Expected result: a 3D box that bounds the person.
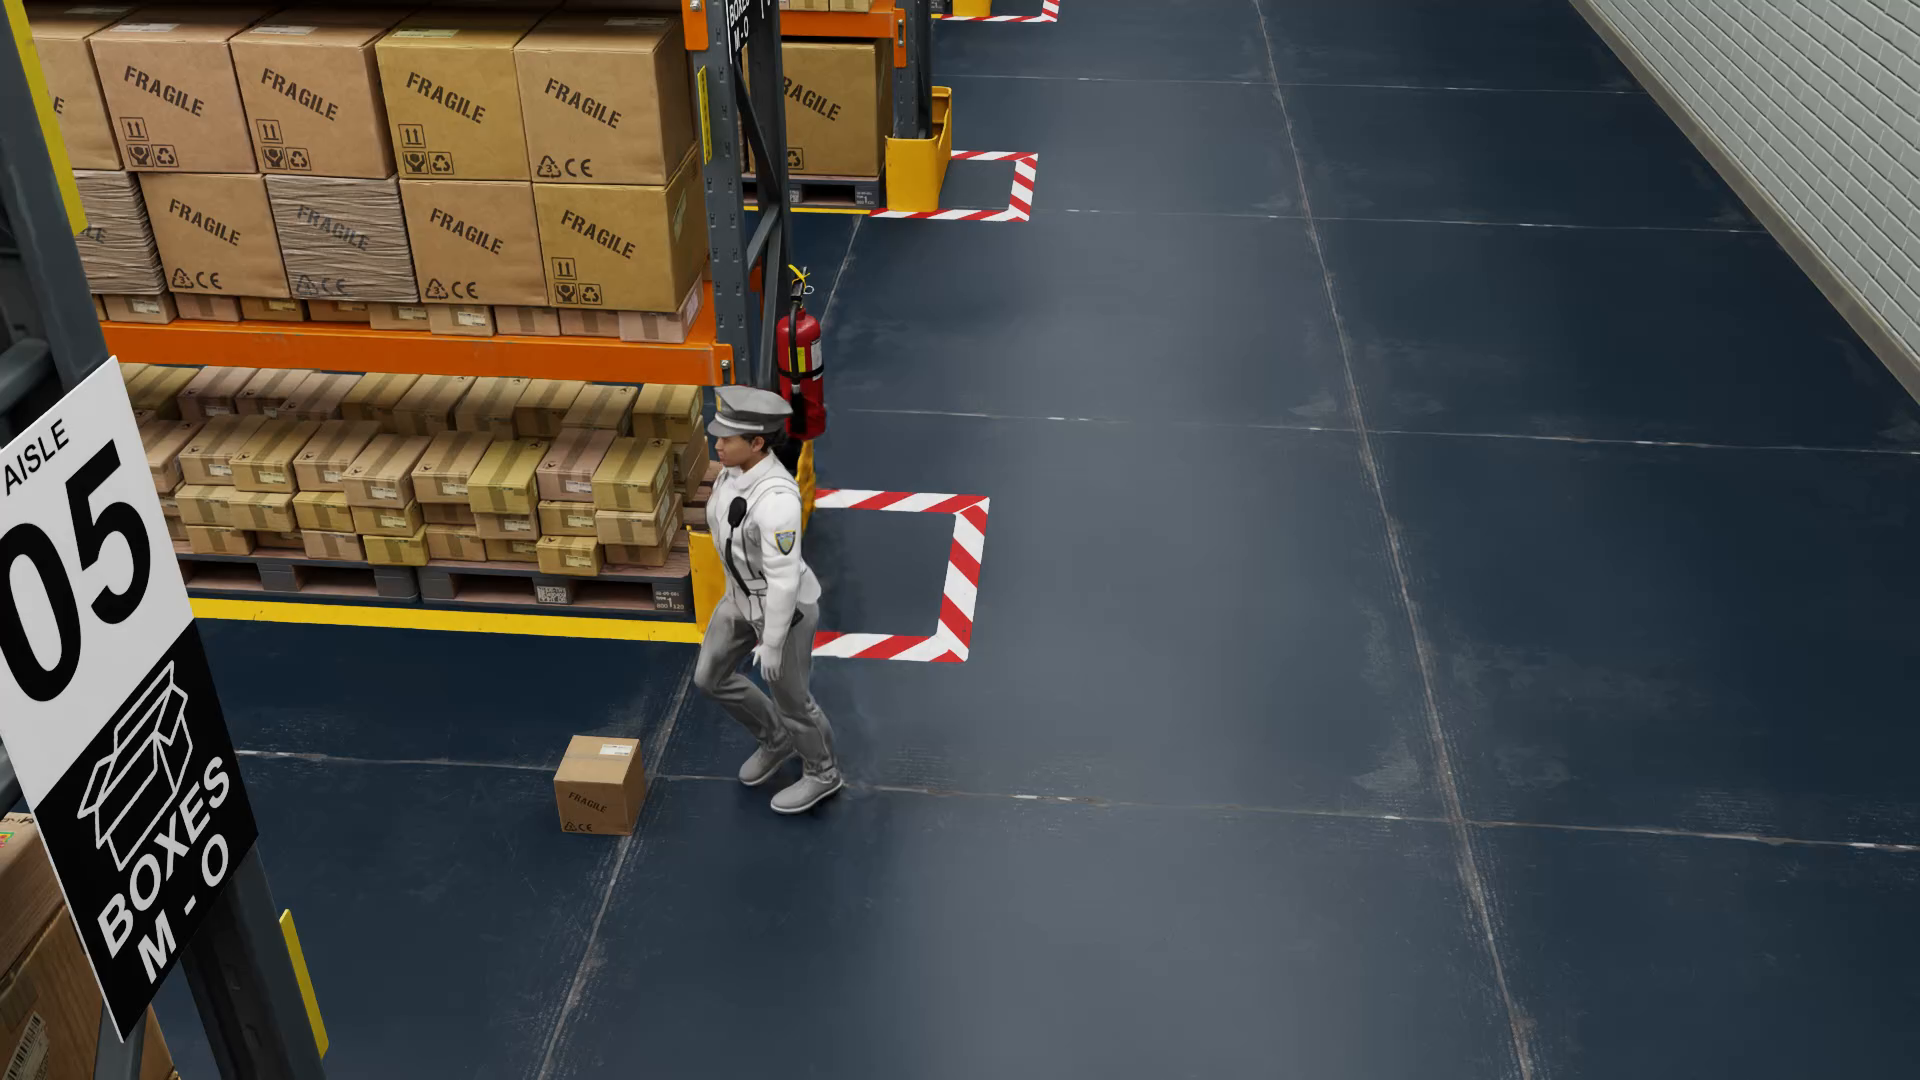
[{"bbox_3d":[-0.673,0.237,5.705,0.442,1.675,0.515,-18,36,-26],"label":"person"}]
